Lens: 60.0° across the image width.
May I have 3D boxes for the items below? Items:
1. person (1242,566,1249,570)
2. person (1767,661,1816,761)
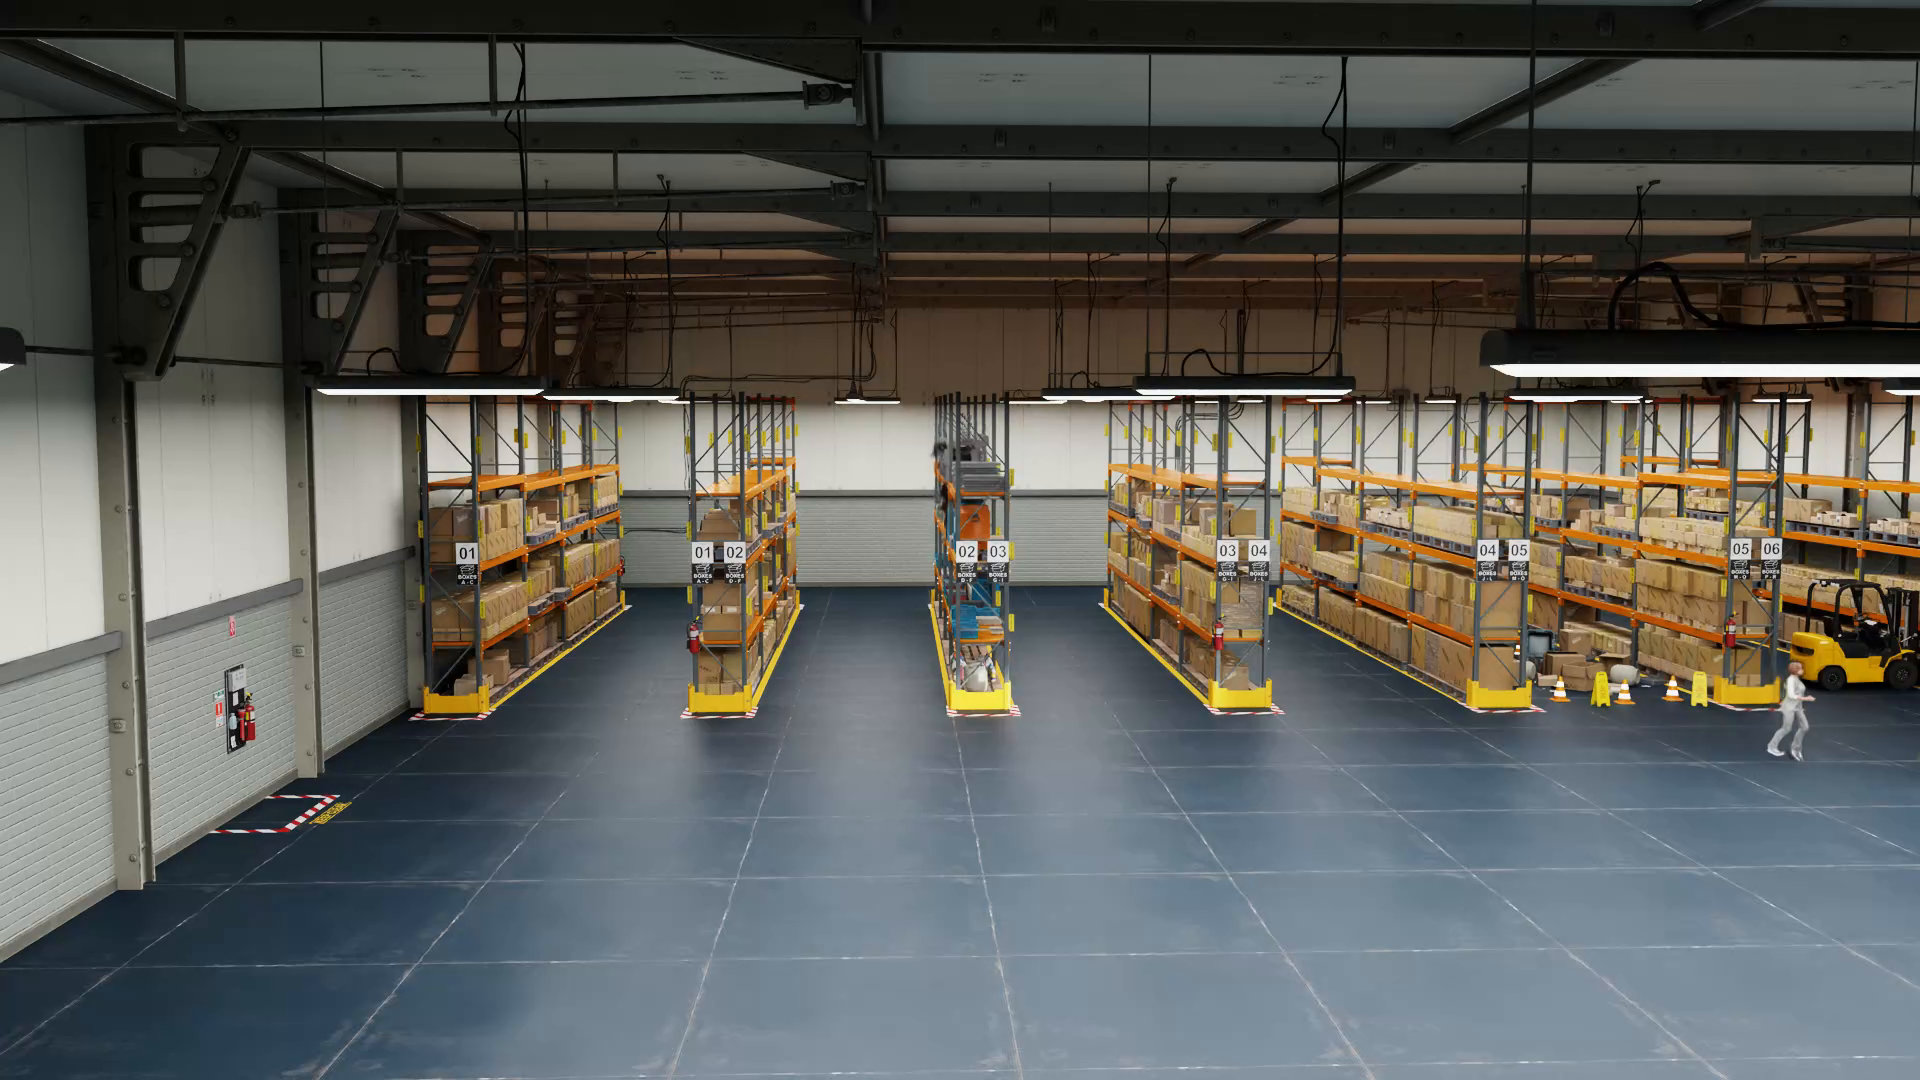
[{"bbox_3d":[7.970,1.208,45.805,0.634,1.701,0.784,1,5,9],"label":"person"},{"bbox_3d":[13.487,2.782,26.937,0.696,1.656,0.560,4,6,44],"label":"person"}]
